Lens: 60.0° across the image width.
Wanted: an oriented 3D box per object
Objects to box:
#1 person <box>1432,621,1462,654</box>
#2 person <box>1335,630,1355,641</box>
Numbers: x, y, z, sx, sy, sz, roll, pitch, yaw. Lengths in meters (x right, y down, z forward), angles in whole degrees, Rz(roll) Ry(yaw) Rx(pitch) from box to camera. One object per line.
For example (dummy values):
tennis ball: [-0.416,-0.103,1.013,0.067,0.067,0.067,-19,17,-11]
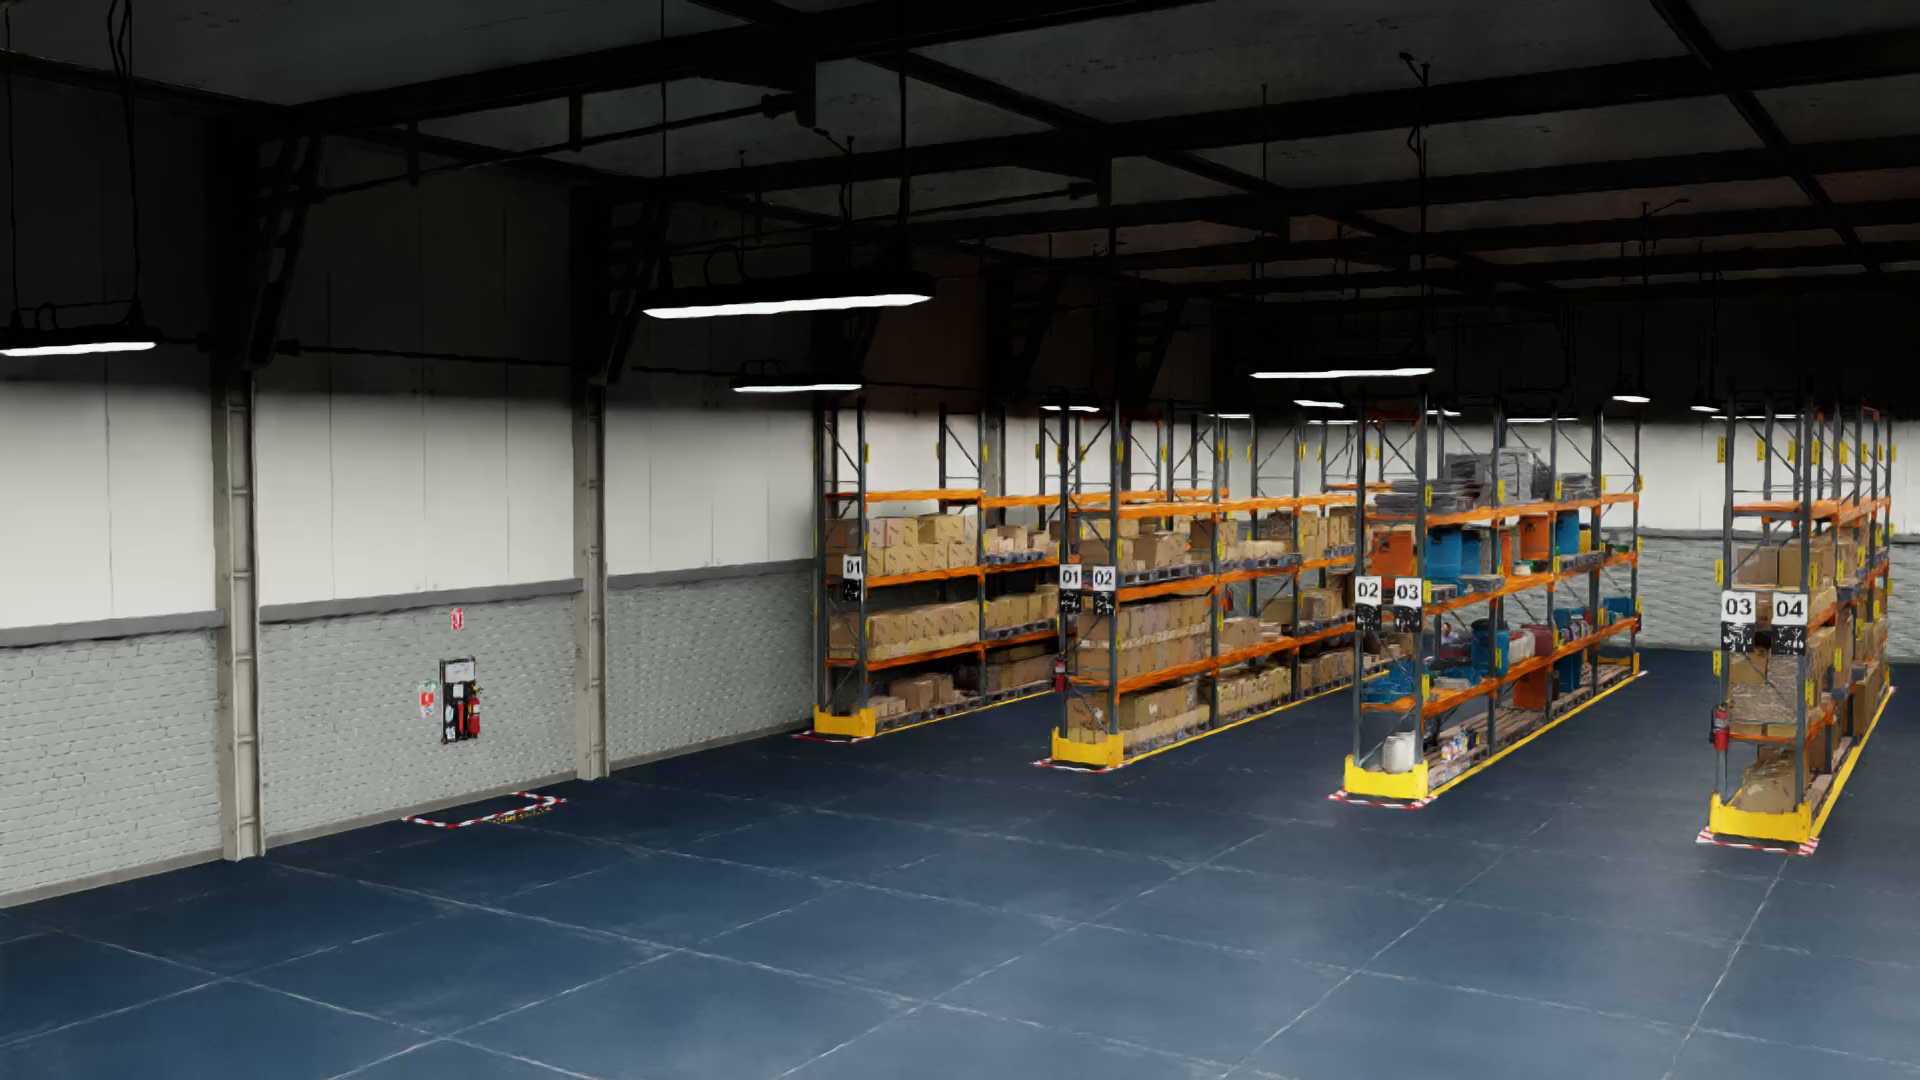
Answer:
person: [9.917,2.437,33.840,0.625,1.596,0.510,2,3,30]
person: [10.200,1.841,43.480,0.716,1.763,0.521,0,3,-9]
